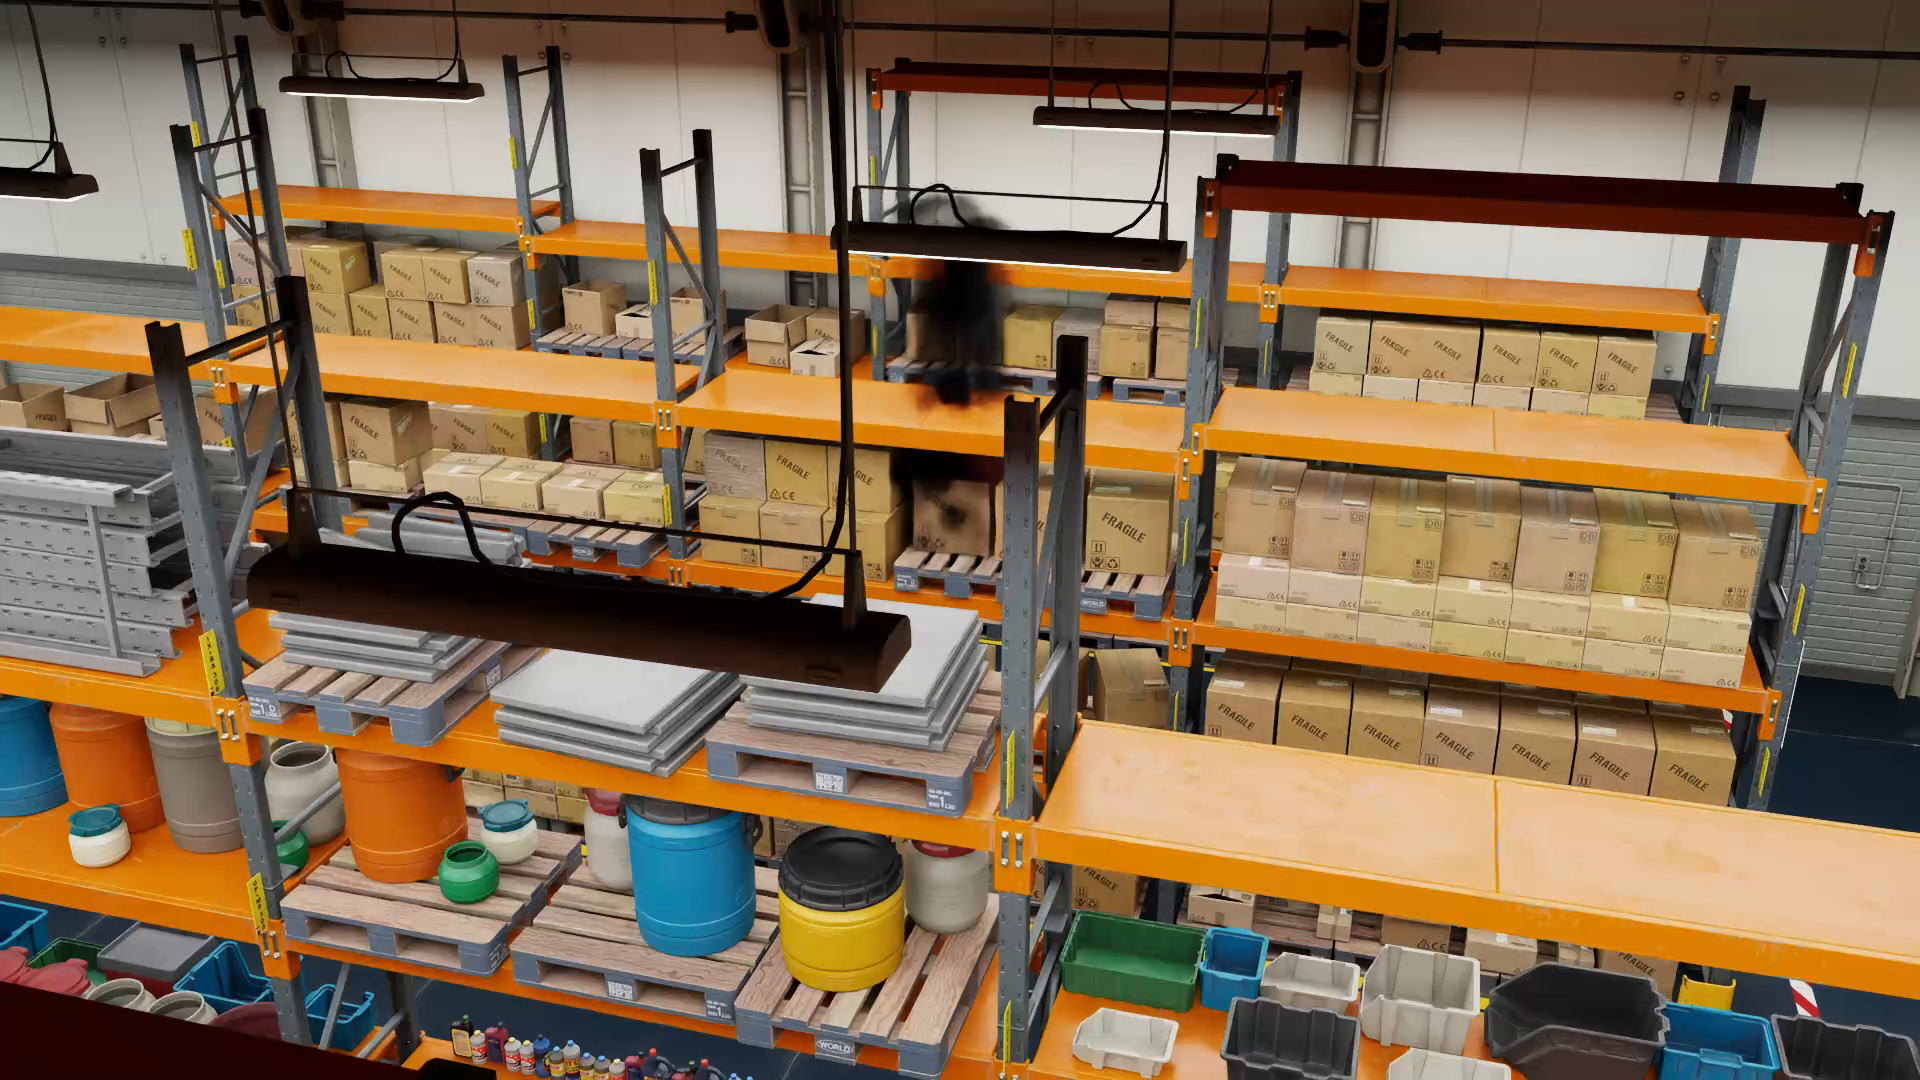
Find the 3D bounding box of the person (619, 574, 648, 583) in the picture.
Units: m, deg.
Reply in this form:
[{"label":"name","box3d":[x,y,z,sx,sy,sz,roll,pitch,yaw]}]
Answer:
[{"label":"person","box3d":[-3.198,0.968,16.325,0.636,1.624,0.543,3,23,7]}]
